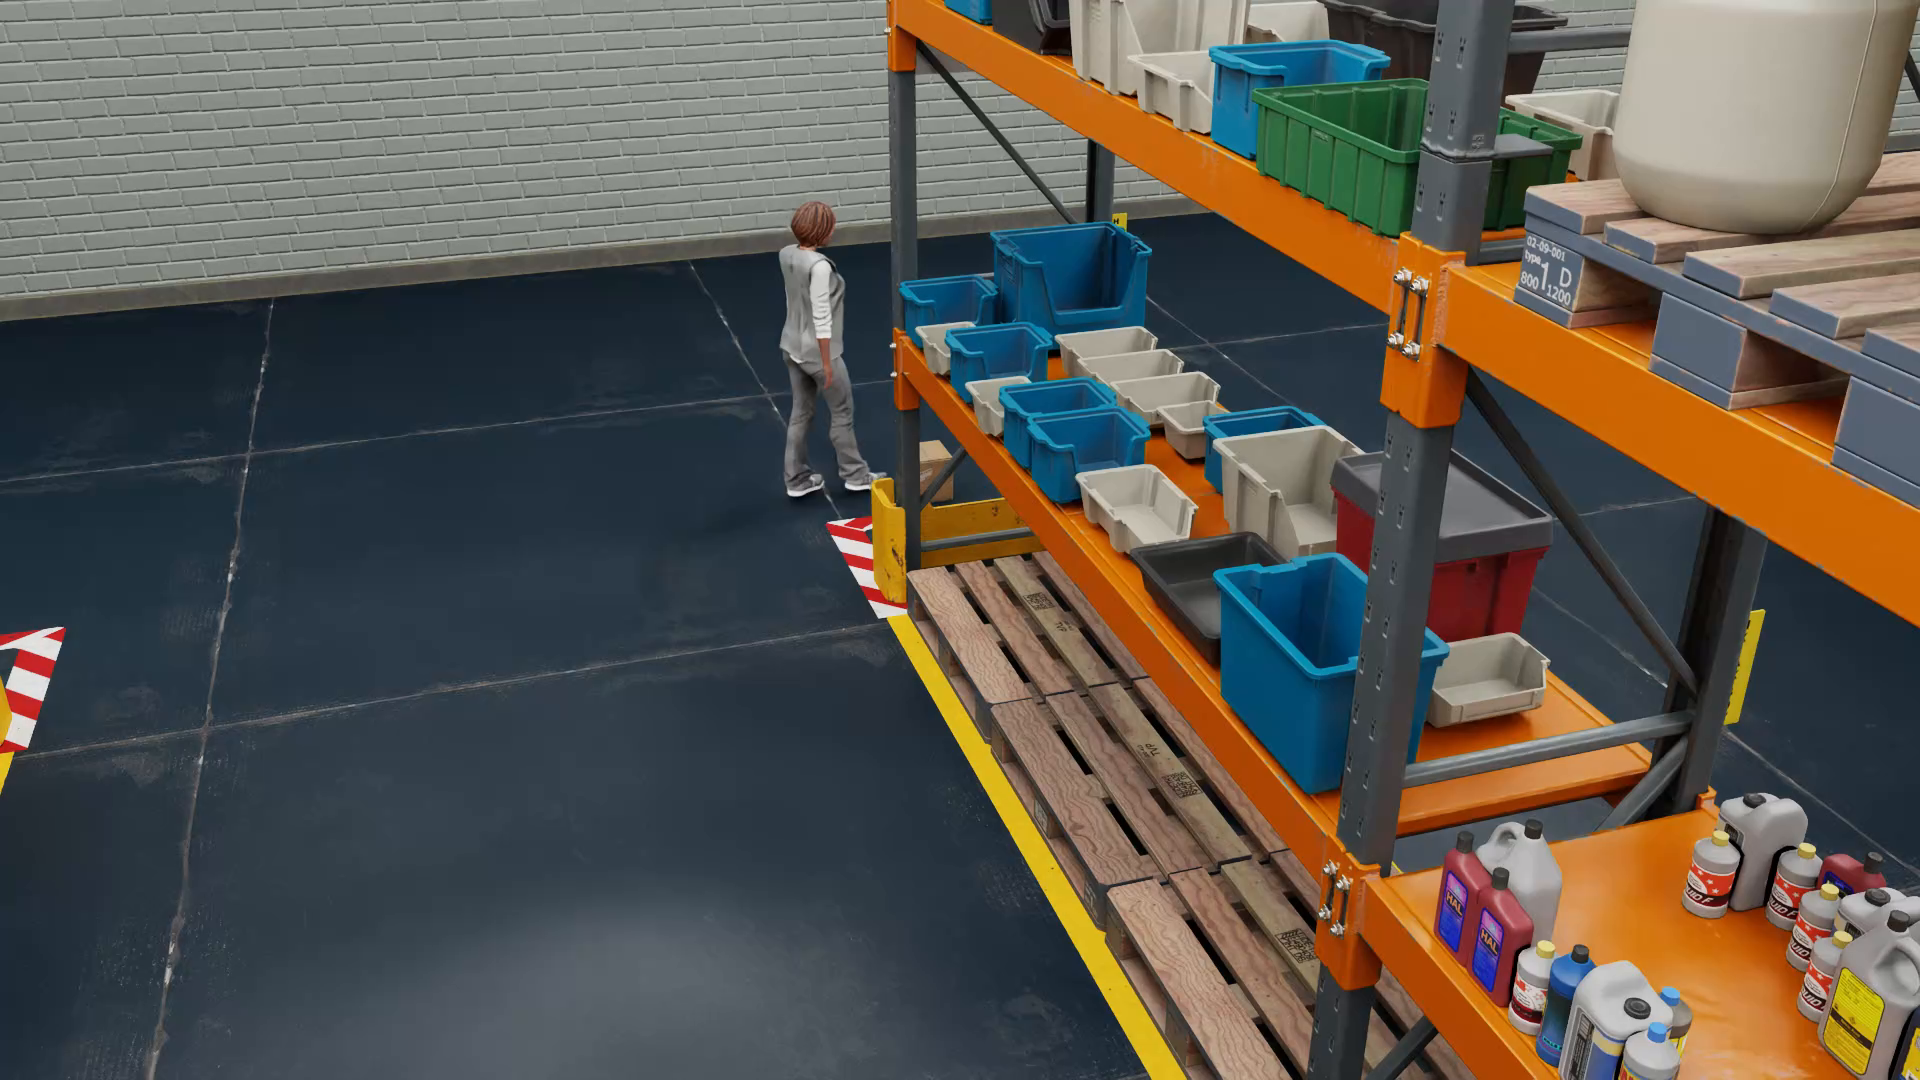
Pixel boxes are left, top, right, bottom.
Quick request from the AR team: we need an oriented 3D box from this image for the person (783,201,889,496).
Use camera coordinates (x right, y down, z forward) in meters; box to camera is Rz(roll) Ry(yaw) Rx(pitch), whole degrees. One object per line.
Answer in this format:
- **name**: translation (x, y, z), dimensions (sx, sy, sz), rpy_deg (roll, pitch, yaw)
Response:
- **person**: translation (-0.686, -0.992, 8.657), dimensions (0.577, 1.595, 0.457), rpy_deg (-19, 32, -34)
